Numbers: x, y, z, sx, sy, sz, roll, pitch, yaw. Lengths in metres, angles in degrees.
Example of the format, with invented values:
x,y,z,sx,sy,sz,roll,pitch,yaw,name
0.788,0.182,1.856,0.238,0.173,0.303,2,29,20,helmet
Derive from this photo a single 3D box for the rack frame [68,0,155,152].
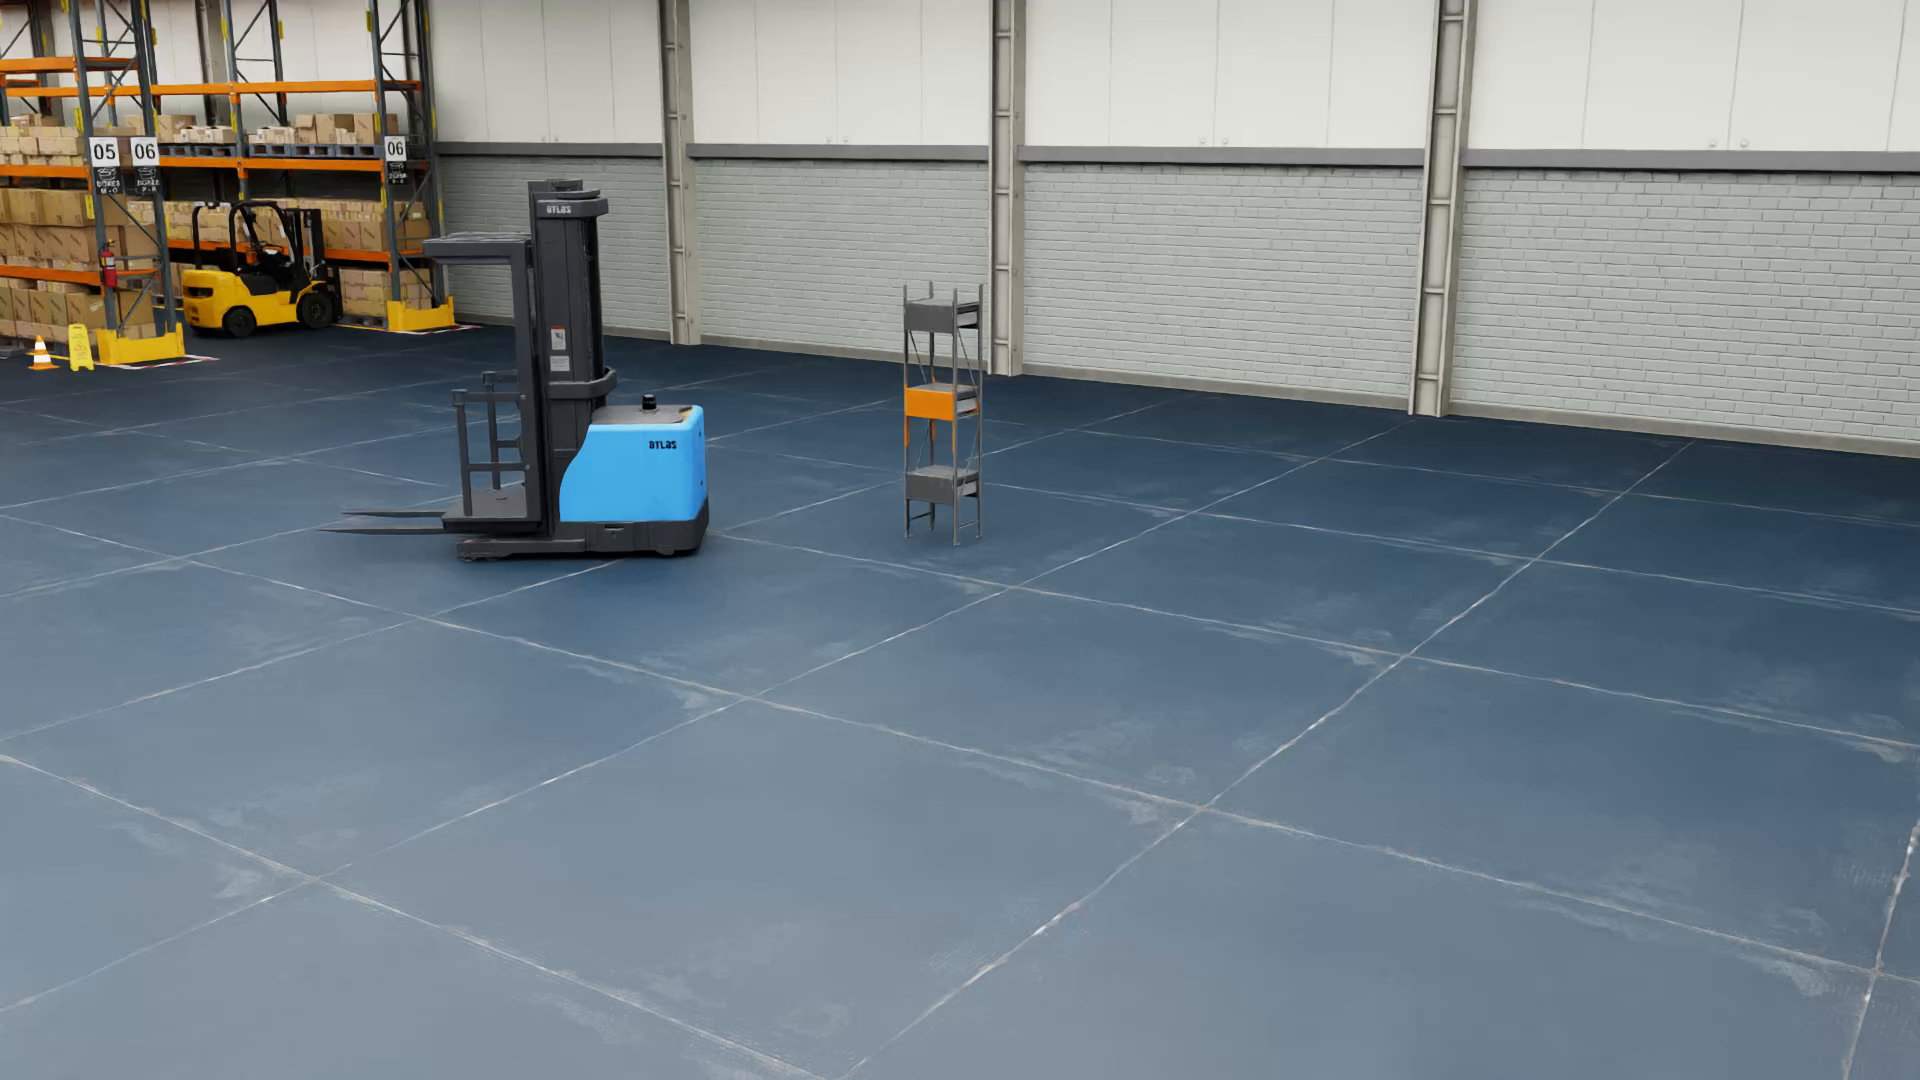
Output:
x,y,z,sx,sy,sz,roll,pitch,yaw,name
-12.020,-7.028,23.486,0.127,3.000,1.000,9,17,33,rack frame

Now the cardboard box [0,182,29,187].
x,y,z,sx,sy,sz,roll,pitch,yaw,name
-20.297,-7.404,35.621,0.500,0.500,0.500,9,16,31,cardboard box

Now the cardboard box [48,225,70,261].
x,y,z,sx,sy,sz,roll,pitch,yaw,name
-13.037,-4.395,24.506,0.500,0.500,0.500,9,17,33,cardboard box

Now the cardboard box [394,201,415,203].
x,y,z,sx,sy,sz,roll,pitch,yaw,name
-9.598,-5.749,28.630,0.250,0.149,0.380,10,17,35,cardboard box

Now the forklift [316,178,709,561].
x,y,z,sx,sy,sz,roll,pitch,yaw,name
-3.627,-1.385,13.317,3.031,2.935,1.130,-1,14,-2,forklift

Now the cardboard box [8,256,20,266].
x,y,z,sx,sy,sz,roll,pitch,yaw,name
-14.201,-4.251,25.274,0.250,0.149,0.380,9,17,33,cardboard box

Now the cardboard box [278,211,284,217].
x,y,z,sx,sy,sz,roll,pitch,yaw,name
-11.843,-5.799,29.448,0.250,0.149,0.380,10,17,34,cardboard box

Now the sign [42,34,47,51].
x,y,z,sx,sy,sz,roll,pitch,yaw,name
-18.905,-10.269,34.306,0.005,0.325,0.100,9,17,33,sign

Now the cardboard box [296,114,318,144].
x,y,z,sx,sy,sz,roll,pitch,yaw,name
-11.014,-7.119,28.798,0.637,0.503,0.797,10,17,35,cardboard box

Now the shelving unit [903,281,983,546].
x,y,z,sx,sy,sz,roll,pitch,yaw,name
-0.137,-1.041,13.661,0.503,2.100,0.431,9,17,33,shelving unit

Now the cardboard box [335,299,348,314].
x,y,z,sx,sy,sz,roll,pitch,yaw,name
-10.637,-4.113,29.042,0.500,0.250,0.500,9,17,33,cardboard box

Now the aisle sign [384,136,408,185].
x,y,z,sx,sy,sz,roll,pitch,yaw,name
-9.362,-6.300,27.622,0.004,0.787,0.394,9,17,33,aisle sign

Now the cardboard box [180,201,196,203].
x,y,z,sx,sy,sz,roll,pitch,yaw,name
-14.805,-6.460,32.120,0.250,0.149,0.380,9,16,32,cardboard box

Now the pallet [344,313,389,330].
x,y,z,sx,sy,sz,roll,pitch,yaw,name
-9.911,-3.847,28.923,1.213,0.211,1.003,9,17,33,pallet

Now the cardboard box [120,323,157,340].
x,y,z,sx,sy,sz,roll,pitch,yaw,name
-12.535,-3.148,25.147,0.500,0.250,0.500,9,17,32,cardboard box

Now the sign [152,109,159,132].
x,y,z,sx,sy,sz,roll,pitch,yaw,name
-11.717,-6.104,24.178,0.005,0.325,0.100,9,17,33,sign

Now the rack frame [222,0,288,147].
x,y,z,sx,sy,sz,roll,pitch,yaw,name
-12.572,-8.554,29.653,0.127,3.000,1.000,9,17,33,rack frame

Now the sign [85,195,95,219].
x,y,z,sx,sy,sz,roll,pitch,yaw,name
-12.346,-4.723,23.594,0.005,0.325,0.100,9,17,33,sign

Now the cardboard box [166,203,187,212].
x,y,z,sx,sy,sz,roll,pitch,yaw,name
-14.714,-6.270,31.350,0.250,0.149,0.380,10,17,34,cardboard box

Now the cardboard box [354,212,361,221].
x,y,z,sx,sy,sz,roll,pitch,yaw,name
-10.107,-5.535,28.384,0.250,0.149,0.380,10,17,34,cardboard box

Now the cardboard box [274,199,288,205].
x,y,z,sx,sy,sz,roll,pitch,yaw,name
-11.989,-5.999,29.637,0.250,0.149,0.380,9,16,32,cardboard box

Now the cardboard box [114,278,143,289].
x,y,z,sx,sy,sz,roll,pitch,yaw,name
-16.362,-5.183,32.847,0.500,0.500,0.500,10,17,34,cardboard box

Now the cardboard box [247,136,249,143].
x,y,z,sx,sy,sz,roll,pitch,yaw,name
-13.167,-7.382,30.599,0.250,0.149,0.380,9,17,33,cardboard box

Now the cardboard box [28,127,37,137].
x,y,z,sx,sy,sz,roll,pitch,yaw,name
-13.463,-6.015,24.500,0.250,0.149,0.380,9,16,31,cardboard box

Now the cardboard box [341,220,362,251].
x,y,z,sx,sy,sz,roll,pitch,yaw,name
-10.233,-5.240,28.539,0.500,0.500,0.500,10,17,35,cardboard box

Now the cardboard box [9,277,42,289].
x,y,z,sx,sy,sz,roll,pitch,yaw,name
-14.277,-3.934,25.412,0.250,0.149,0.380,10,17,36,cardboard box

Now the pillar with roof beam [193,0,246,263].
x,y,z,sx,sy,sz,roll,pitch,yaw,name
-16.709,-8.237,28.372,0.400,9.000,9.100,9,17,33,pillar with roof beam

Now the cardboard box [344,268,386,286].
x,y,z,sx,sy,sz,roll,pitch,yaw,name
-10.236,-4.527,28.637,0.500,0.250,0.500,10,17,34,cardboard box

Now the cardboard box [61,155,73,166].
x,y,z,sx,sy,sz,roll,pitch,yaw,name
-12.697,-5.469,23.953,0.250,0.149,0.380,9,17,33,cardboard box

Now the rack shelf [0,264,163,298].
x,y,z,sx,sy,sz,roll,pitch,yaw,name
-13.680,-4.035,25.377,4.000,0.370,1.077,9,17,33,rack shelf

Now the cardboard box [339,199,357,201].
x,y,z,sx,sy,sz,roll,pitch,yaw,name
-10.901,-5.949,29.437,0.250,0.149,0.380,10,17,34,cardboard box

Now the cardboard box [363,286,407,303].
x,y,z,sx,sy,sz,roll,pitch,yaw,name
-9.831,-4.221,28.439,0.500,0.250,0.500,9,16,32,cardboard box

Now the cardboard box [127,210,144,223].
x,y,z,sx,sy,sz,roll,pitch,yaw,name
-15.673,-6.235,32.042,0.500,0.250,0.500,9,17,33,cardboard box

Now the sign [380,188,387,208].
x,y,z,sx,sy,sz,roll,pitch,yaw,name
-9.567,-5.677,27.610,0.005,0.325,0.100,9,17,33,sign

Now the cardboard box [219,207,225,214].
x,y,z,sx,sy,sz,roll,pitch,yaw,name
-13.377,-6.082,30.590,0.250,0.149,0.380,9,17,33,cardboard box

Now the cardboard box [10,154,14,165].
x,y,z,sx,sy,sz,roll,pitch,yaw,name
-13.936,-5.688,24.840,0.250,0.149,0.380,9,17,33,cardboard box

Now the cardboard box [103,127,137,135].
x,y,z,sx,sy,sz,roll,pitch,yaw,name
-12.201,-5.925,24.138,0.250,0.149,0.380,9,17,32,cardboard box

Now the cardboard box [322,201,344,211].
x,y,z,sx,sy,sz,roll,pitch,yaw,name
-10.783,-5.771,28.716,0.250,0.149,0.380,10,17,34,cardboard box

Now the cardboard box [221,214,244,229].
x,y,z,sx,sy,sz,roll,pitch,yaw,name
-13.122,-5.827,30.392,0.500,0.250,0.500,9,16,32,cardboard box

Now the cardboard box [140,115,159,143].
x,y,z,sx,sy,sz,roll,pitch,yaw,name
-14.952,-7.742,31.324,0.500,0.500,0.700,9,16,32,cardboard box

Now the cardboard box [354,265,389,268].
x,y,z,sx,sy,sz,roll,pitch,yaw,name
-10.372,-4.698,29.327,0.500,0.250,0.500,9,17,32,cardboard box

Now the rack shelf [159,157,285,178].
x,y,z,sx,sy,sz,roll,pitch,yaw,name
-14.232,-7.017,31.183,4.000,0.370,1.077,9,17,33,rack shelf

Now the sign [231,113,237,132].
x,y,z,sx,sy,sz,roll,pitch,yaw,name
-12.867,-7.393,29.471,0.005,0.325,0.100,9,17,33,sign

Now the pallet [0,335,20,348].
x,y,z,sx,sy,sz,roll,pitch,yaw,name
-14.762,-3.216,26.374,1.213,0.211,1.003,9,17,33,pallet

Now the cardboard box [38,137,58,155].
x,y,z,sx,sy,sz,roll,pitch,yaw,name
-13.004,-5.729,24.173,0.500,0.250,0.500,9,16,32,cardboard box

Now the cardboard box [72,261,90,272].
x,y,z,sx,sy,sz,roll,pitch,yaw,name
-12.722,-4.013,24.315,0.250,0.149,0.380,9,16,32,cardboard box

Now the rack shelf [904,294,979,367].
x,y,z,sx,sy,sz,roll,pitch,yaw,name
-0.137,-1.708,13.496,0.480,0.518,0.431,9,17,33,rack shelf

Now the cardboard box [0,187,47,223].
x,y,z,sx,sy,sz,roll,pitch,yaw,name
-14.282,-5.083,25.205,0.500,0.500,0.700,9,16,32,cardboard box
